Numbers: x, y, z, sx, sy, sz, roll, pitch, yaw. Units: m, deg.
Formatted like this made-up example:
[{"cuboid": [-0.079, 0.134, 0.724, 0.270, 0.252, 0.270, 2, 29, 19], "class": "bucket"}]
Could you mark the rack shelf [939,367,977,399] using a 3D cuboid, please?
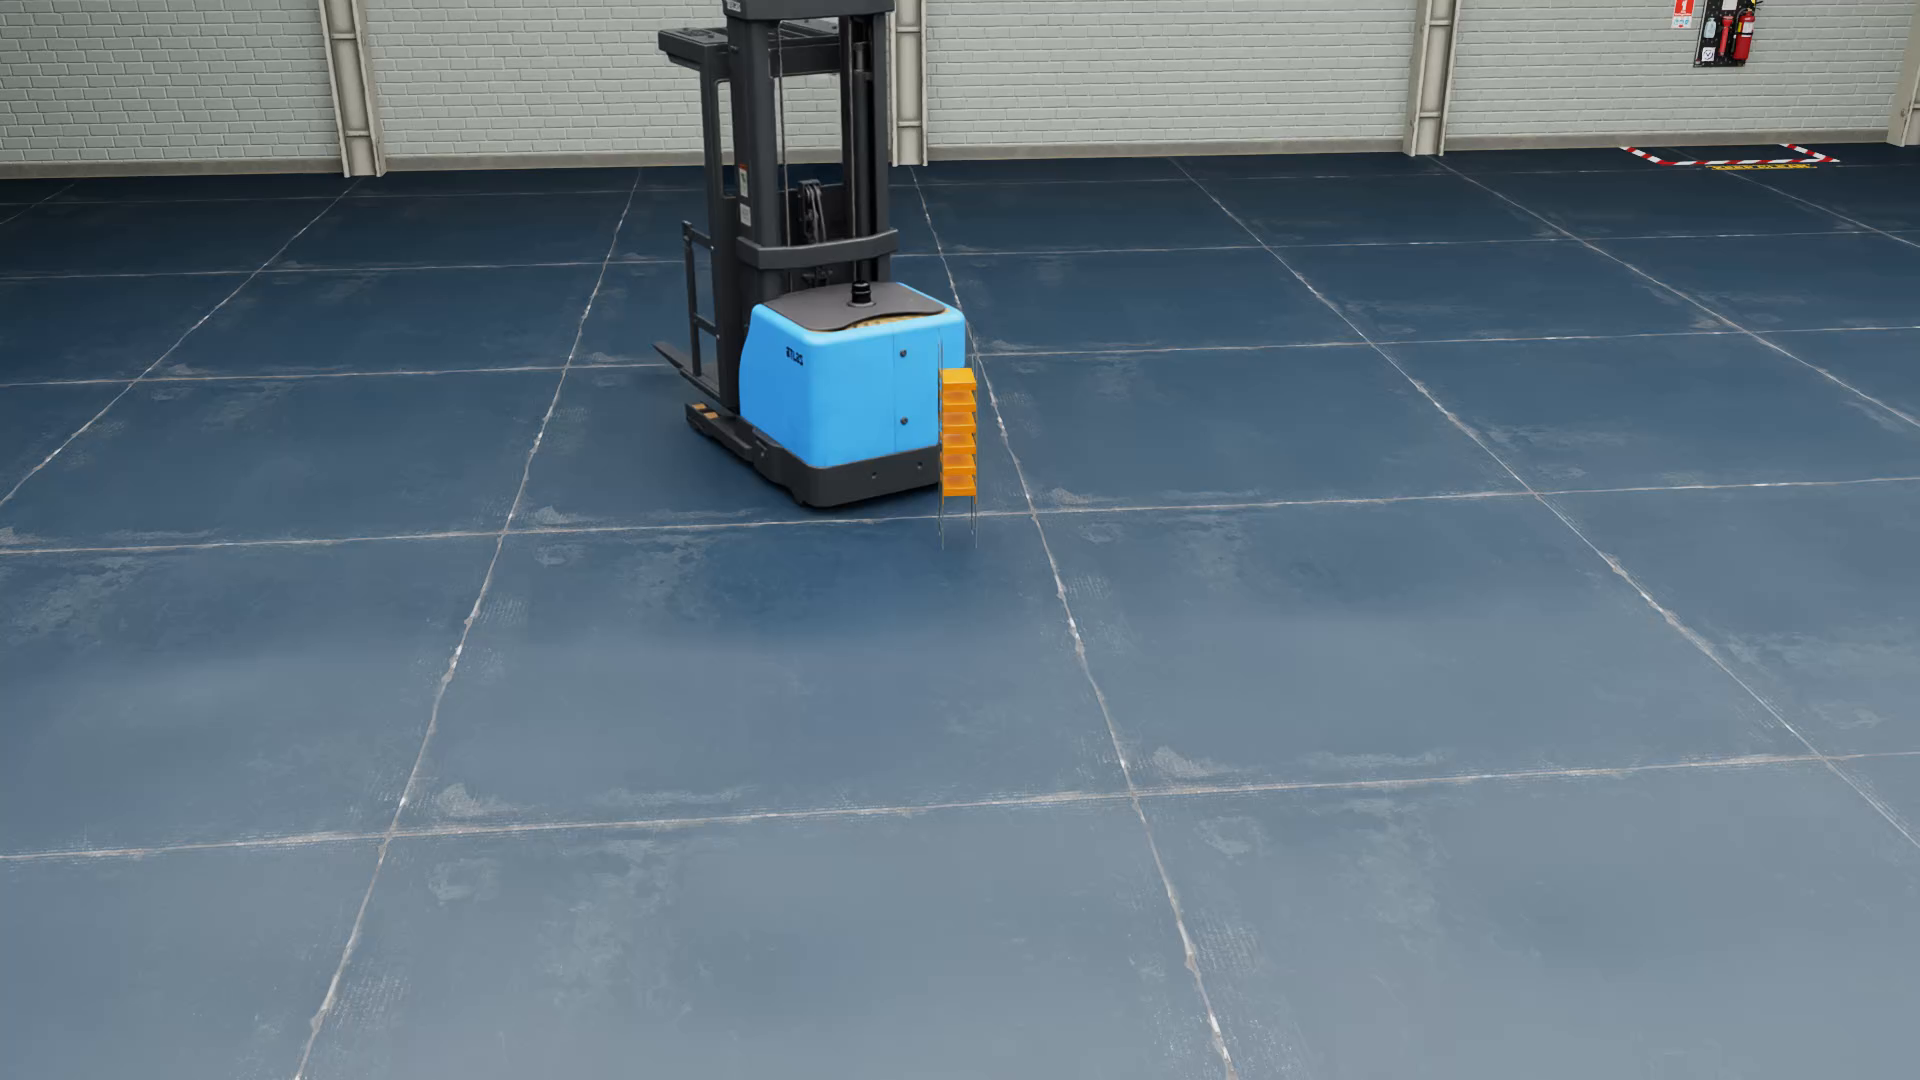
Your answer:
[{"cuboid": [-0.014, -0.836, 8.877, 0.180, 0.103, 0.258, -2, 24, -5], "class": "rack shelf"}]

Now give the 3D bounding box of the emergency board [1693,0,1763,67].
[{"cuboid": [8.903, -6.040, 19.145, 0.643, 1.169, 0.194, -2, 24, -5], "class": "emergency board"}]

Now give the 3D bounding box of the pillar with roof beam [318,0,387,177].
[{"cuboid": [-6.124, -6.406, 12.583, 0.400, 9.000, 9.100, -2, 24, -5], "class": "pillar with roof beam"}]

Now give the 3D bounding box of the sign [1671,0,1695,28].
[{"cuboid": [8.342, -6.076, 19.182, 0.234, 0.329, 0.001, -2, 24, -5], "class": "sign"}]

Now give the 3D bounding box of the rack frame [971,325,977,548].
[{"cuboid": [0.077, -0.551, 9.013, 0.006, 1.200, 0.240, -2, 24, -5], "class": "rack frame"}]

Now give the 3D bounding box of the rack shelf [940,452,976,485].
[{"cuboid": [-0.014, -0.397, 9.072, 0.180, 0.103, 0.258, -2, 24, -5], "class": "rack shelf"}]

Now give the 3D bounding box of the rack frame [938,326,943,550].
[{"cuboid": [-0.105, -0.544, 8.997, 0.006, 1.200, 0.240, -2, 24, -5], "class": "rack frame"}]

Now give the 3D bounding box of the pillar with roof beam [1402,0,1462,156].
[{"cuboid": [5.818, -6.885, 13.660, 0.400, 9.000, 9.100, -2, 24, -5], "class": "pillar with roof beam"}]

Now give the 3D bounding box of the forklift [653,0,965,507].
[{"cuboid": [-1.137, -2.083, 10.328, 1.130, 2.935, 3.031, -13, 27, -28], "class": "forklift"}]

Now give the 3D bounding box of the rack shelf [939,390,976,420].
[{"cuboid": [-0.014, -0.726, 8.926, 0.180, 0.103, 0.258, -2, 24, -5], "class": "rack shelf"}]

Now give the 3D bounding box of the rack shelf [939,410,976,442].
[{"cuboid": [-0.014, -0.617, 8.974, 0.180, 0.103, 0.258, -2, 24, -5], "class": "rack shelf"}]

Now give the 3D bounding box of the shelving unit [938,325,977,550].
[{"cuboid": [-0.014, -0.548, 9.005, 0.189, 1.200, 0.258, -2, 24, -5], "class": "shelving unit"}]

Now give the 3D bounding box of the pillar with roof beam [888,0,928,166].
[{"cuboid": [-0.153, -6.645, 13.121, 0.400, 9.000, 9.100, -2, 24, -5], "class": "pillar with roof beam"}]

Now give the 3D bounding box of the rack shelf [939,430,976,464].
[{"cuboid": [-0.014, -0.507, 9.023, 0.180, 0.103, 0.258, -2, 24, -5], "class": "rack shelf"}]

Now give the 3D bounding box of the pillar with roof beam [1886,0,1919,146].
[{"cuboid": [11.789, -7.124, 14.199, 0.400, 9.000, 9.100, -2, 24, -5], "class": "pillar with roof beam"}]

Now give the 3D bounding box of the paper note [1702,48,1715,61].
[{"cuboid": [8.720, -5.658, 19.371, 0.142, 0.148, 0.016, -2, 24, -5], "class": "paper note"}]

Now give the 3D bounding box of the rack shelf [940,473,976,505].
[{"cuboid": [-0.014, -0.288, 9.121, 0.180, 0.103, 0.258, -2, 24, -5], "class": "rack shelf"}]
